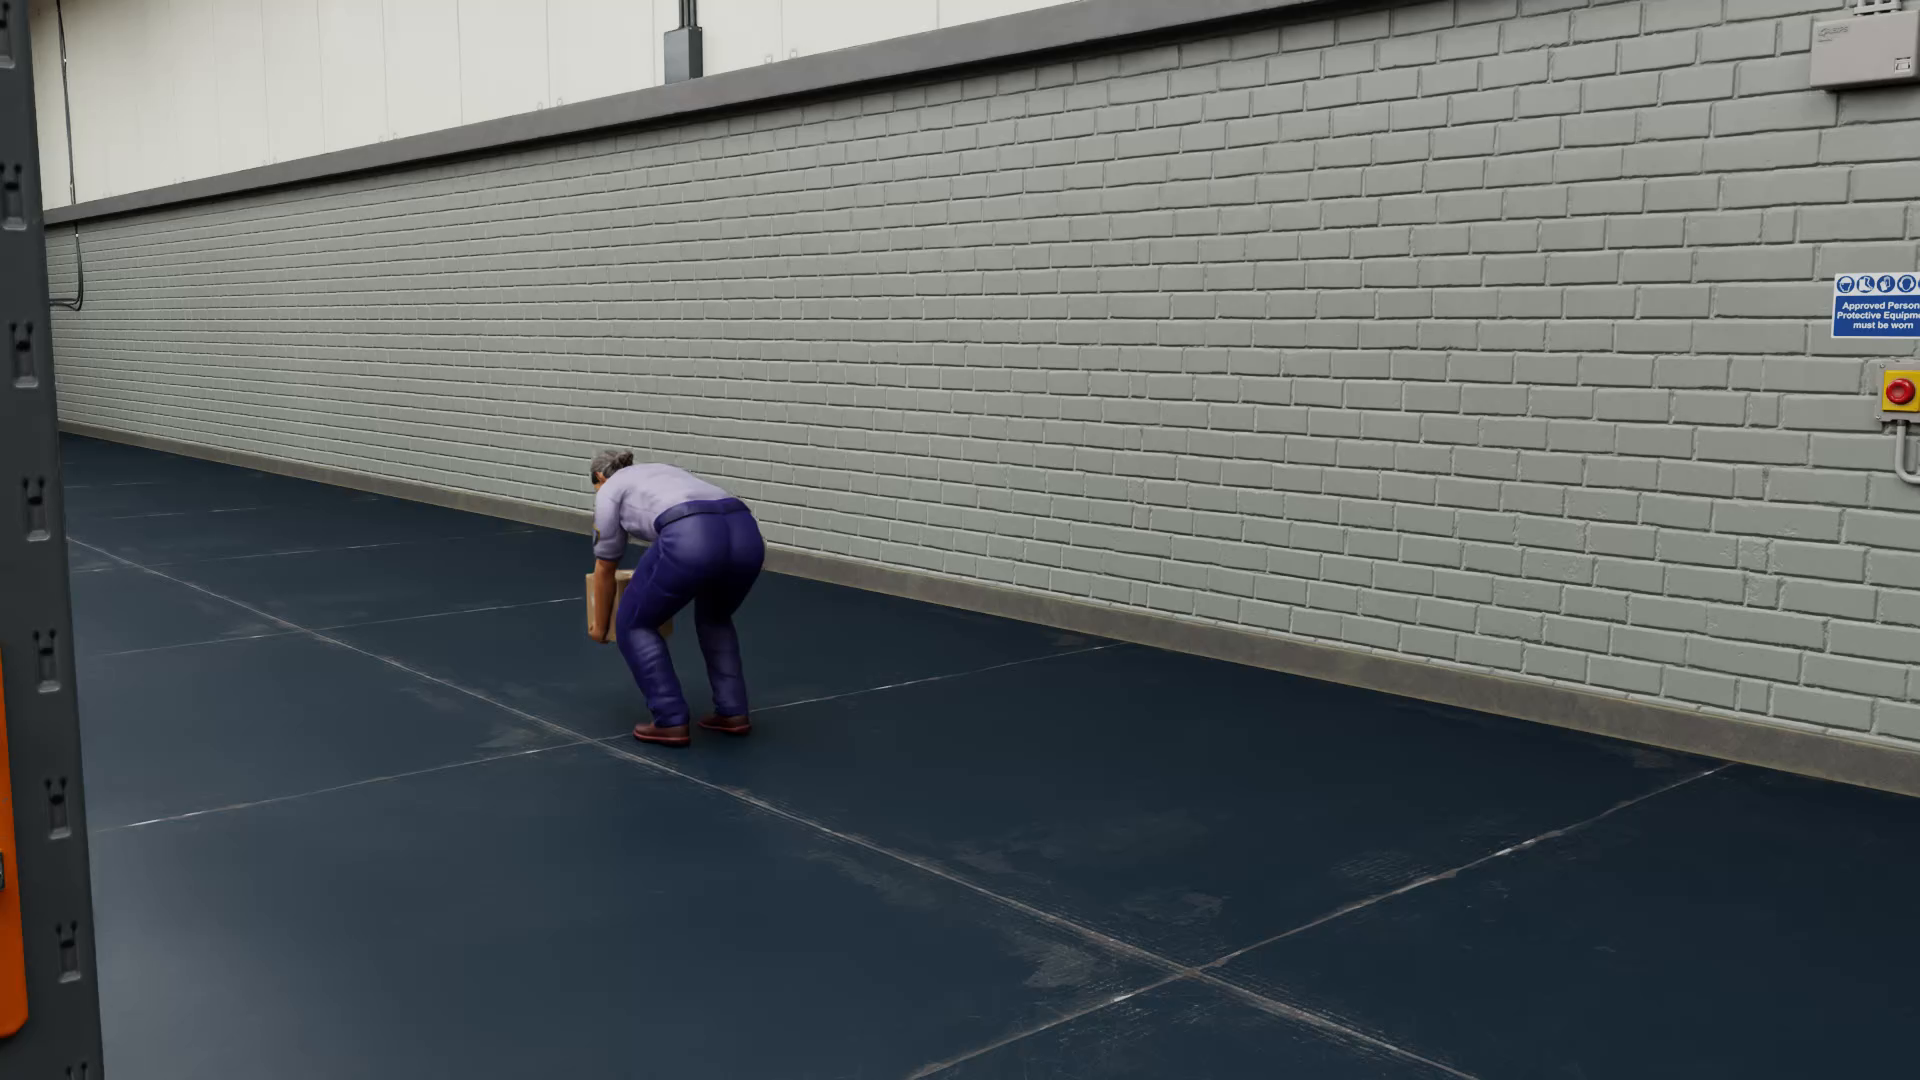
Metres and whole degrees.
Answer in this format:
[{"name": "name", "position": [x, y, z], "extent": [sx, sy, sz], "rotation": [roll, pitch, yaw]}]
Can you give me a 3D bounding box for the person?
[{"name": "person", "position": [-1.140, 0.204, 6.470], "extent": [0.502, 1.085, 0.885], "rotation": [-7, 10, -43]}]
